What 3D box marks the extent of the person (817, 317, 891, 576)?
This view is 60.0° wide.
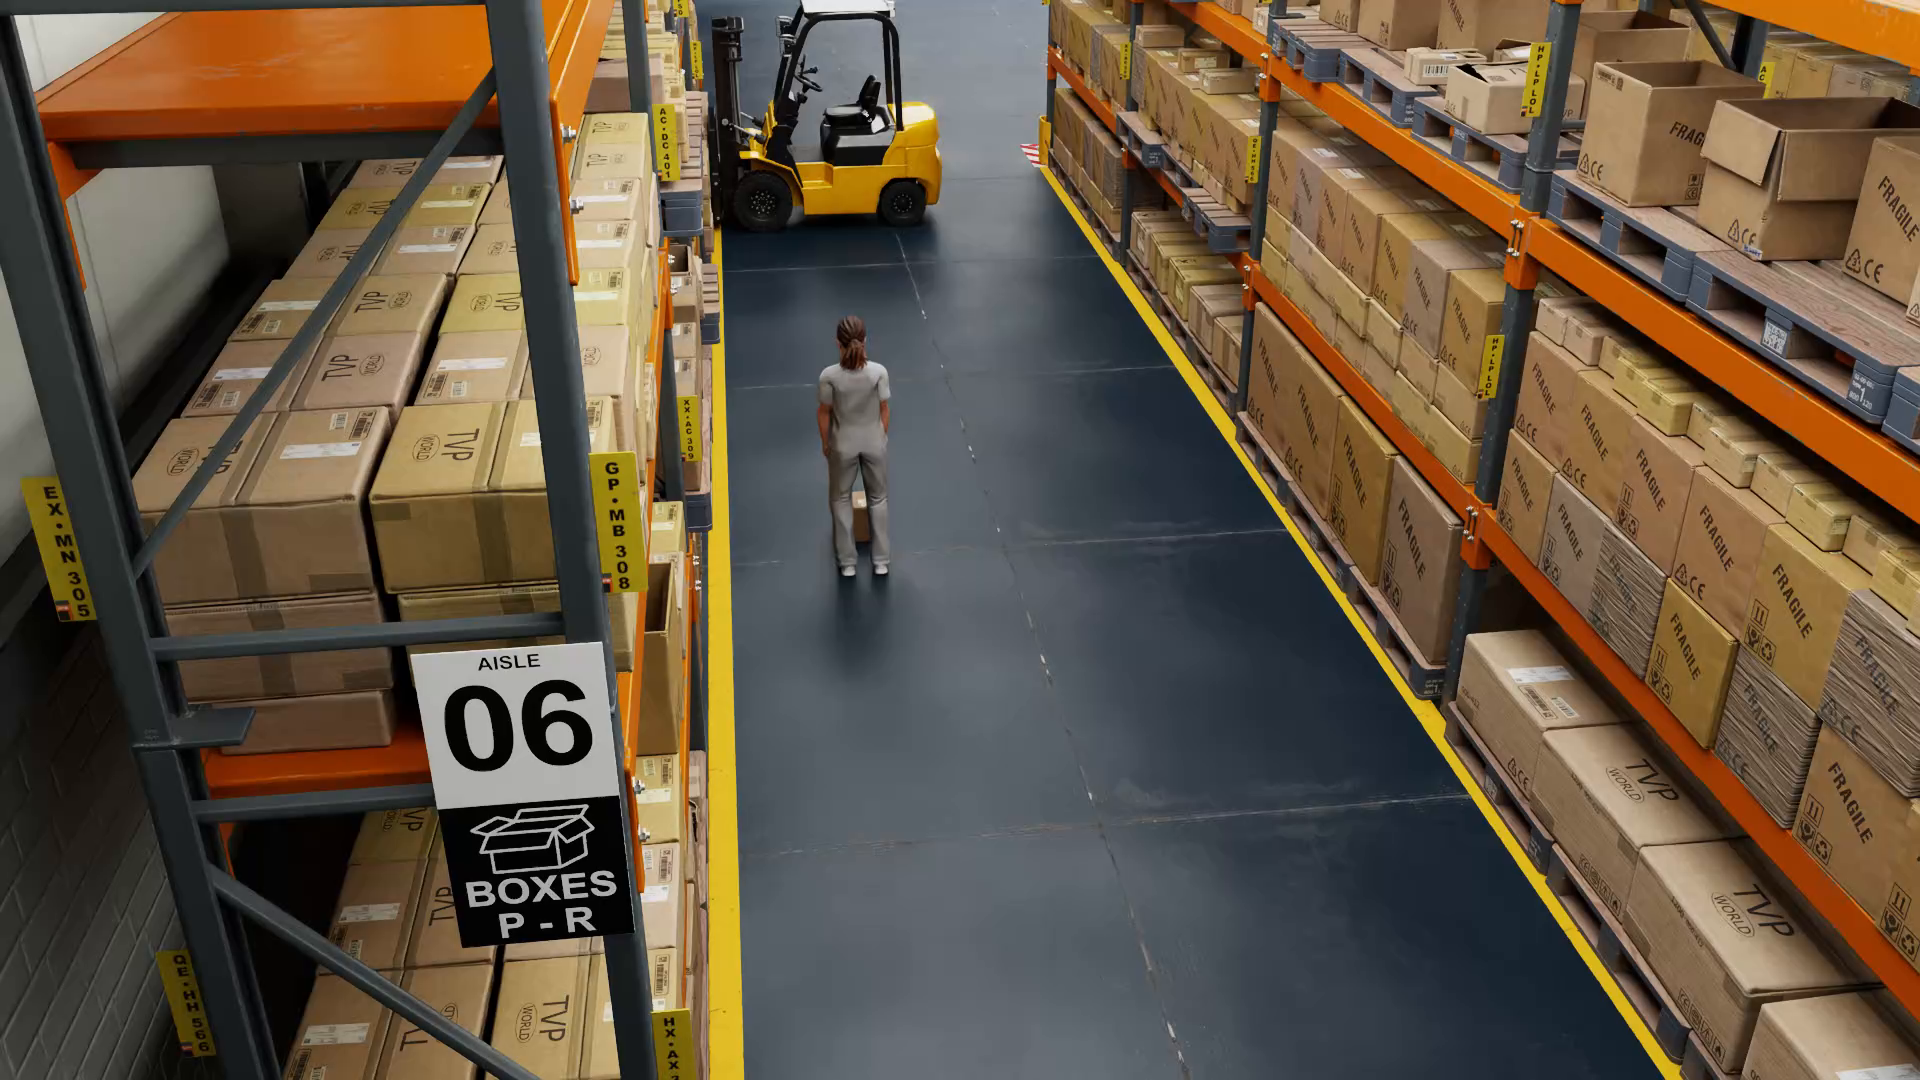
[{"bbox_3d":[-0.644,-0.559,10.199,0.447,1.666,0.354,-4,27,-7],"label":"person"}]
